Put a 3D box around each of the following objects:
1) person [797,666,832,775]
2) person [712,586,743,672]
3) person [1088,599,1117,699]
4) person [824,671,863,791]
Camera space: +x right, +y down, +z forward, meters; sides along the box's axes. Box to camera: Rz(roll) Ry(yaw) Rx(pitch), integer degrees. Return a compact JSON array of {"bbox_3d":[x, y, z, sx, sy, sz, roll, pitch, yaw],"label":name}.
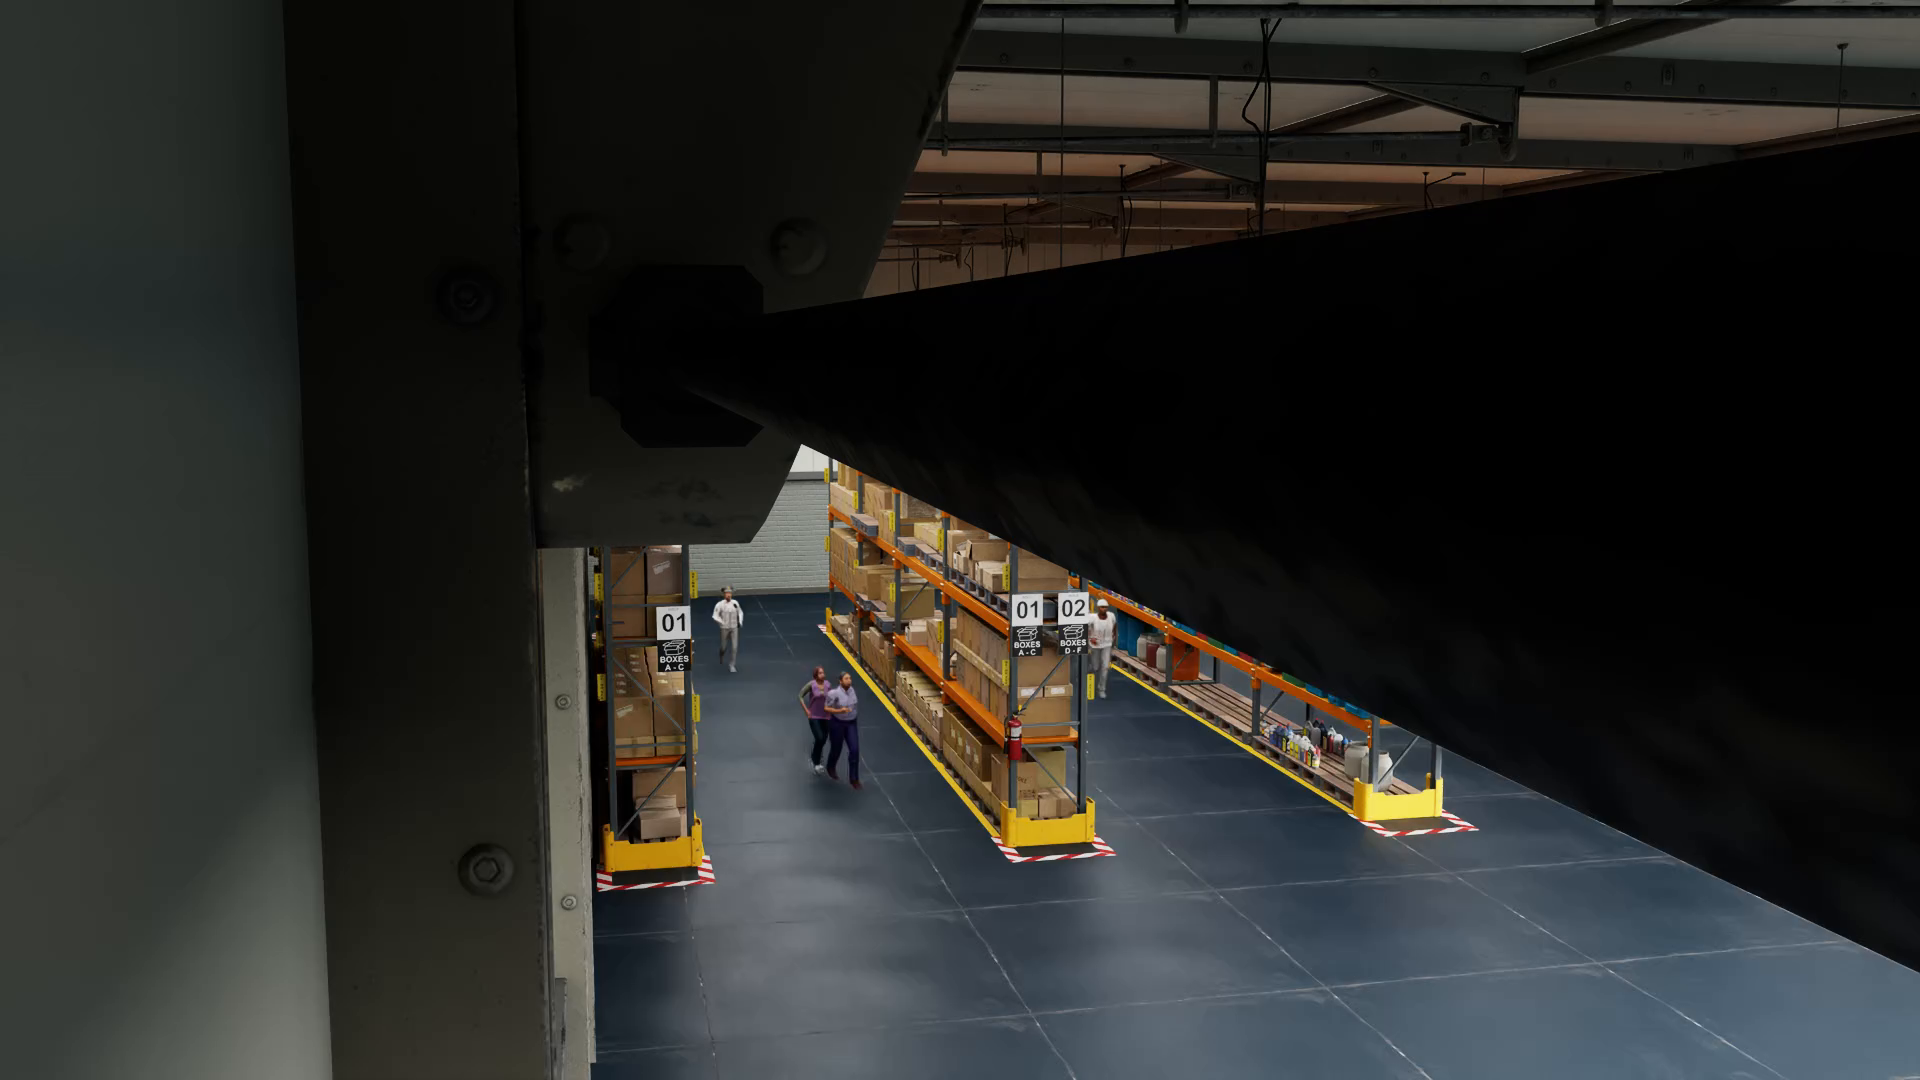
[{"bbox_3d":[-2.077,2.656,24.481,0.527,1.626,0.591,-4,8,-30],"label":"person"},{"bbox_3d":[-4.467,1.697,32.125,0.625,1.654,0.724,-3,7,-21],"label":"person"},{"bbox_3d":[2.519,1.877,29.947,0.726,1.674,0.929,-2,7,-13],"label":"person"},{"bbox_3d":[-1.705,2.705,23.790,0.582,1.697,0.826,-4,8,-32],"label":"person"}]
